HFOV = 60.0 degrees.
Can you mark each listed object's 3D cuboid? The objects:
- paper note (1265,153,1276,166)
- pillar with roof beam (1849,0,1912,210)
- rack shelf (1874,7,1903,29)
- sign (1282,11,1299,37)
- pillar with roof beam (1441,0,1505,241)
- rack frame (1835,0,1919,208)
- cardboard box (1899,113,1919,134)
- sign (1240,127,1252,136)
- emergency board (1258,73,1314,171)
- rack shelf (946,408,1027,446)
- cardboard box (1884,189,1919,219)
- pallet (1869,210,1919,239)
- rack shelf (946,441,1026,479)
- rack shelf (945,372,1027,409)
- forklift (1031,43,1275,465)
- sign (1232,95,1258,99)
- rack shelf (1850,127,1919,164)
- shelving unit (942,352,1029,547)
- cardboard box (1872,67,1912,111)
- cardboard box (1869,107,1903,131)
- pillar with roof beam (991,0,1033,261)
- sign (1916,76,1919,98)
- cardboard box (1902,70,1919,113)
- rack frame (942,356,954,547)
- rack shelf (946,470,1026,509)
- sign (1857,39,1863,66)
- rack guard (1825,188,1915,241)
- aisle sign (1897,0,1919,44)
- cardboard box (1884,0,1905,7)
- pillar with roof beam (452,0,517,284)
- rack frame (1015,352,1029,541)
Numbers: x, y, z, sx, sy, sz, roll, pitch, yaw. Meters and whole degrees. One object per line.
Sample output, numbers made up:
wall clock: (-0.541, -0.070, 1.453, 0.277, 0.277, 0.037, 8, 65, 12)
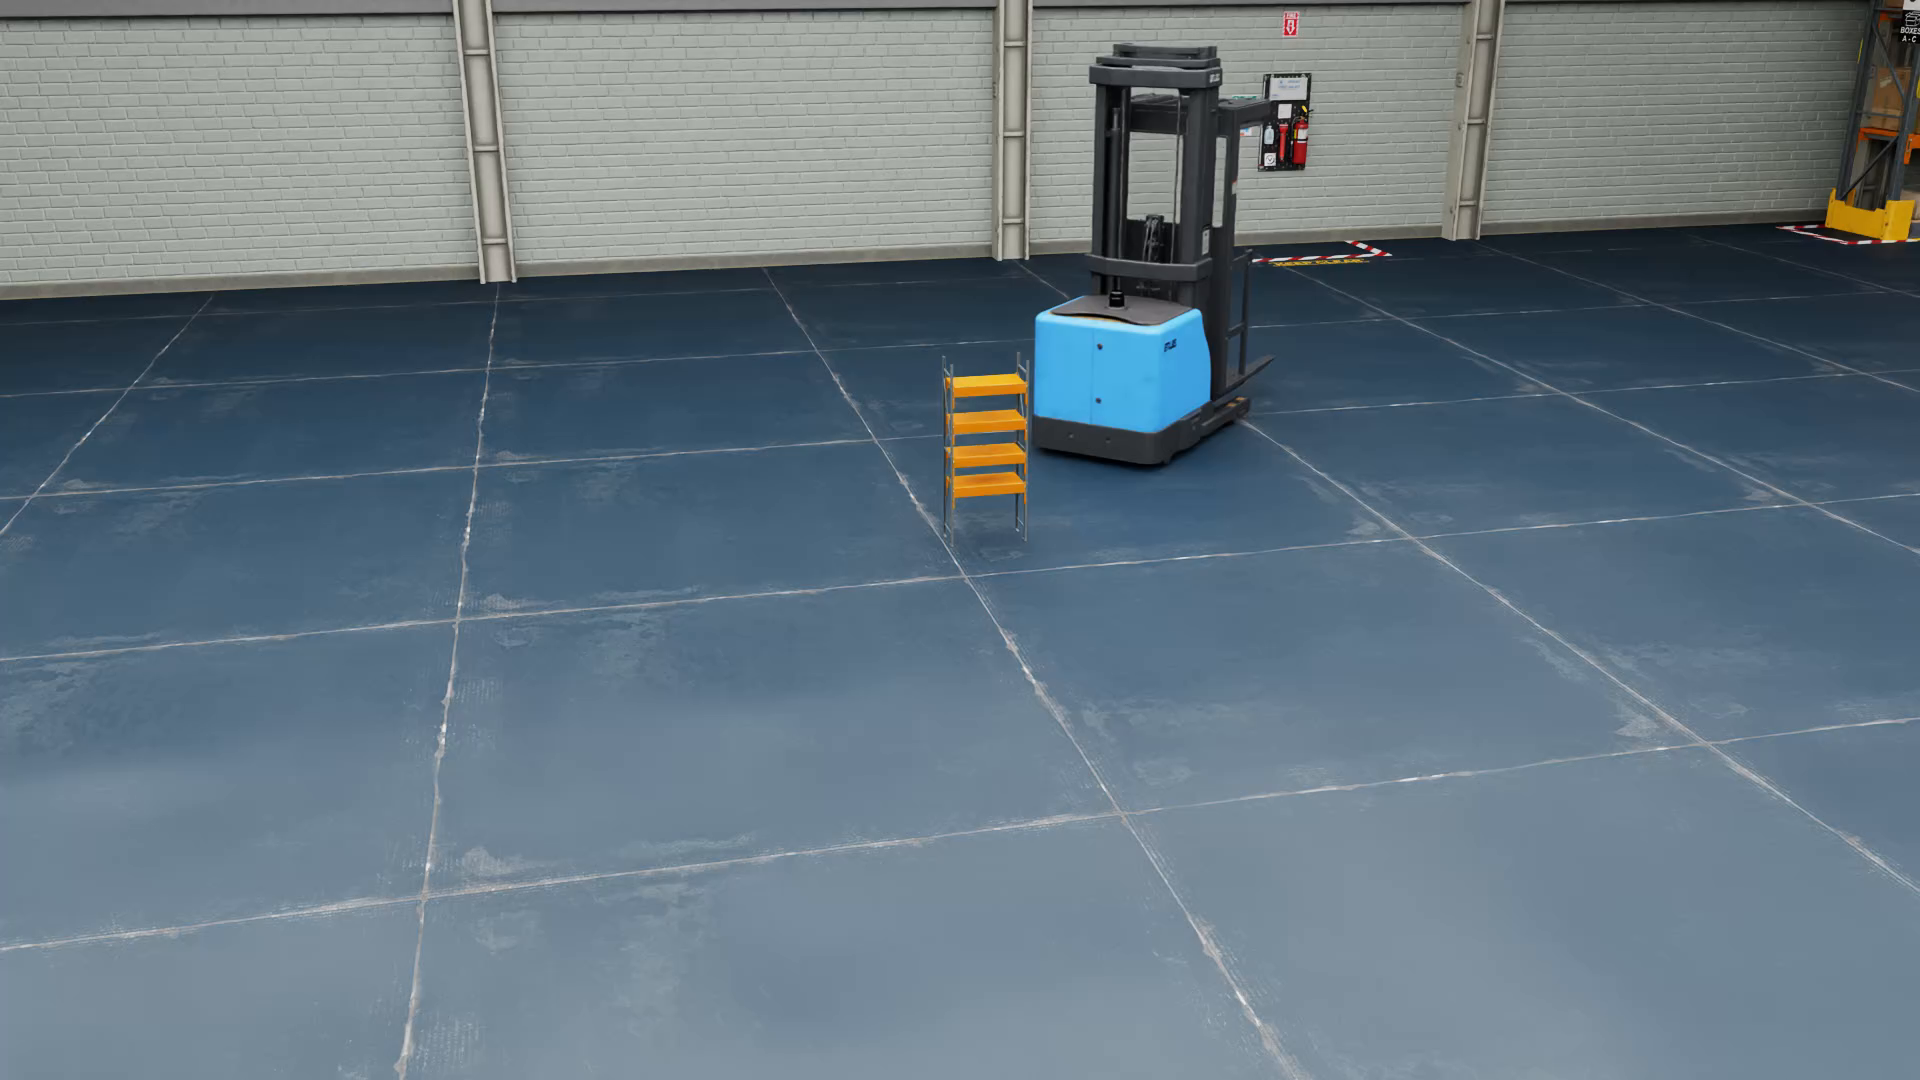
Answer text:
paper note: (3.847, -4.718, 20.614, 0.142, 0.148, 0.016, -5, 21, -12)
pillar with roof beam: (13.278, -7.156, 17.267, 0.400, 9.000, 9.100, -5, 21, -12)
rack shelf: (13.752, -6.664, 21.331, 4.000, 0.370, 1.077, -5, 21, -12)
sign: (4.004, -6.244, 20.128, 0.199, 0.298, 0.001, -5, 21, -12)
pillar with roof beam: (7.439, -6.681, 15.971, 0.400, 9.000, 9.100, -5, 21, -12)
rack frame: (11.805, -5.435, 21.291, 0.127, 3.000, 1.000, -5, 21, -12)
cardboard box: (12.353, -5.306, 21.129, 0.500, 0.250, 0.500, -5, 21, -14)
sign: (3.473, -5.130, 20.406, 0.234, 0.329, 0.001, -5, 21, -12)
emergency board: (4.035, -5.122, 20.437, 0.643, 1.169, 0.194, -5, 21, -12)
rack shelf: (0.161, -0.723, 10.590, 0.480, 0.148, 0.258, -5, 21, -12)
cardboard box: (12.499, -4.404, 21.745, 0.500, 0.311, 0.500, -7, 21, -19)
pallet: (12.678, -4.184, 21.930, 1.213, 0.211, 1.003, -5, 21, -12)
rack shelf: (0.161, -0.513, 10.667, 0.480, 0.148, 0.258, -5, 21, -12)
rack shelf: (0.161, -0.945, 10.509, 0.480, 0.148, 0.258, -5, 21, -12)
forklift: (1.715, -2.385, 13.064, 1.130, 2.935, 3.031, 11, 23, 28)
sign: (3.479, -5.376, 20.308, 0.331, 0.109, 0.001, -5, 21, -12)
rack shelf: (13.752, -5.256, 21.847, 4.000, 0.370, 1.077, -5, 21, -12)
shelving unit: (0.161, -0.577, 10.644, 0.503, 1.200, 0.258, -5, 21, -12)
cardboard box: (12.215, -5.835, 21.481, 0.500, 0.500, 0.500, -5, 21, -13)
cardboard box: (12.216, -5.476, 21.592, 0.500, 0.250, 0.500, -4, 21, -12)
pillar with roof beam: (1.600, -6.206, 14.674, 0.400, 9.000, 9.100, -5, 21, -12)
sign: (11.930, -5.660, 20.646, 0.005, 0.325, 0.100, -5, 21, -12)
cardboard box: (12.339, -5.663, 21.013, 0.500, 0.500, 0.500, -5, 21, -12)
rack frame: (-0.076, -0.557, 10.591, 0.015, 1.200, 0.240, -5, 21, -12)
rack shelf: (0.161, -0.327, 10.735, 0.480, 0.148, 0.258, -5, 21, -12)
sign: (11.697, -6.315, 21.549, 0.005, 0.325, 0.100, -5, 21, -12)
rack guard: (11.879, -4.267, 21.737, 0.348, 0.500, 1.175, -5, 21, -12)
aisle sign: (11.804, -6.550, 20.554, 0.004, 0.787, 0.394, -5, 21, -12)
cardboard box: (12.153, -7.018, 21.076, 0.500, 0.500, 0.500, -3, 20, -9)
pillar with roof beam: (-4.239, -5.731, 13.378, 0.400, 9.000, 9.100, -5, 21, -12)
rack frame: (0.399, -0.596, 10.697, 0.015, 1.200, 0.240, -5, 21, -12)
